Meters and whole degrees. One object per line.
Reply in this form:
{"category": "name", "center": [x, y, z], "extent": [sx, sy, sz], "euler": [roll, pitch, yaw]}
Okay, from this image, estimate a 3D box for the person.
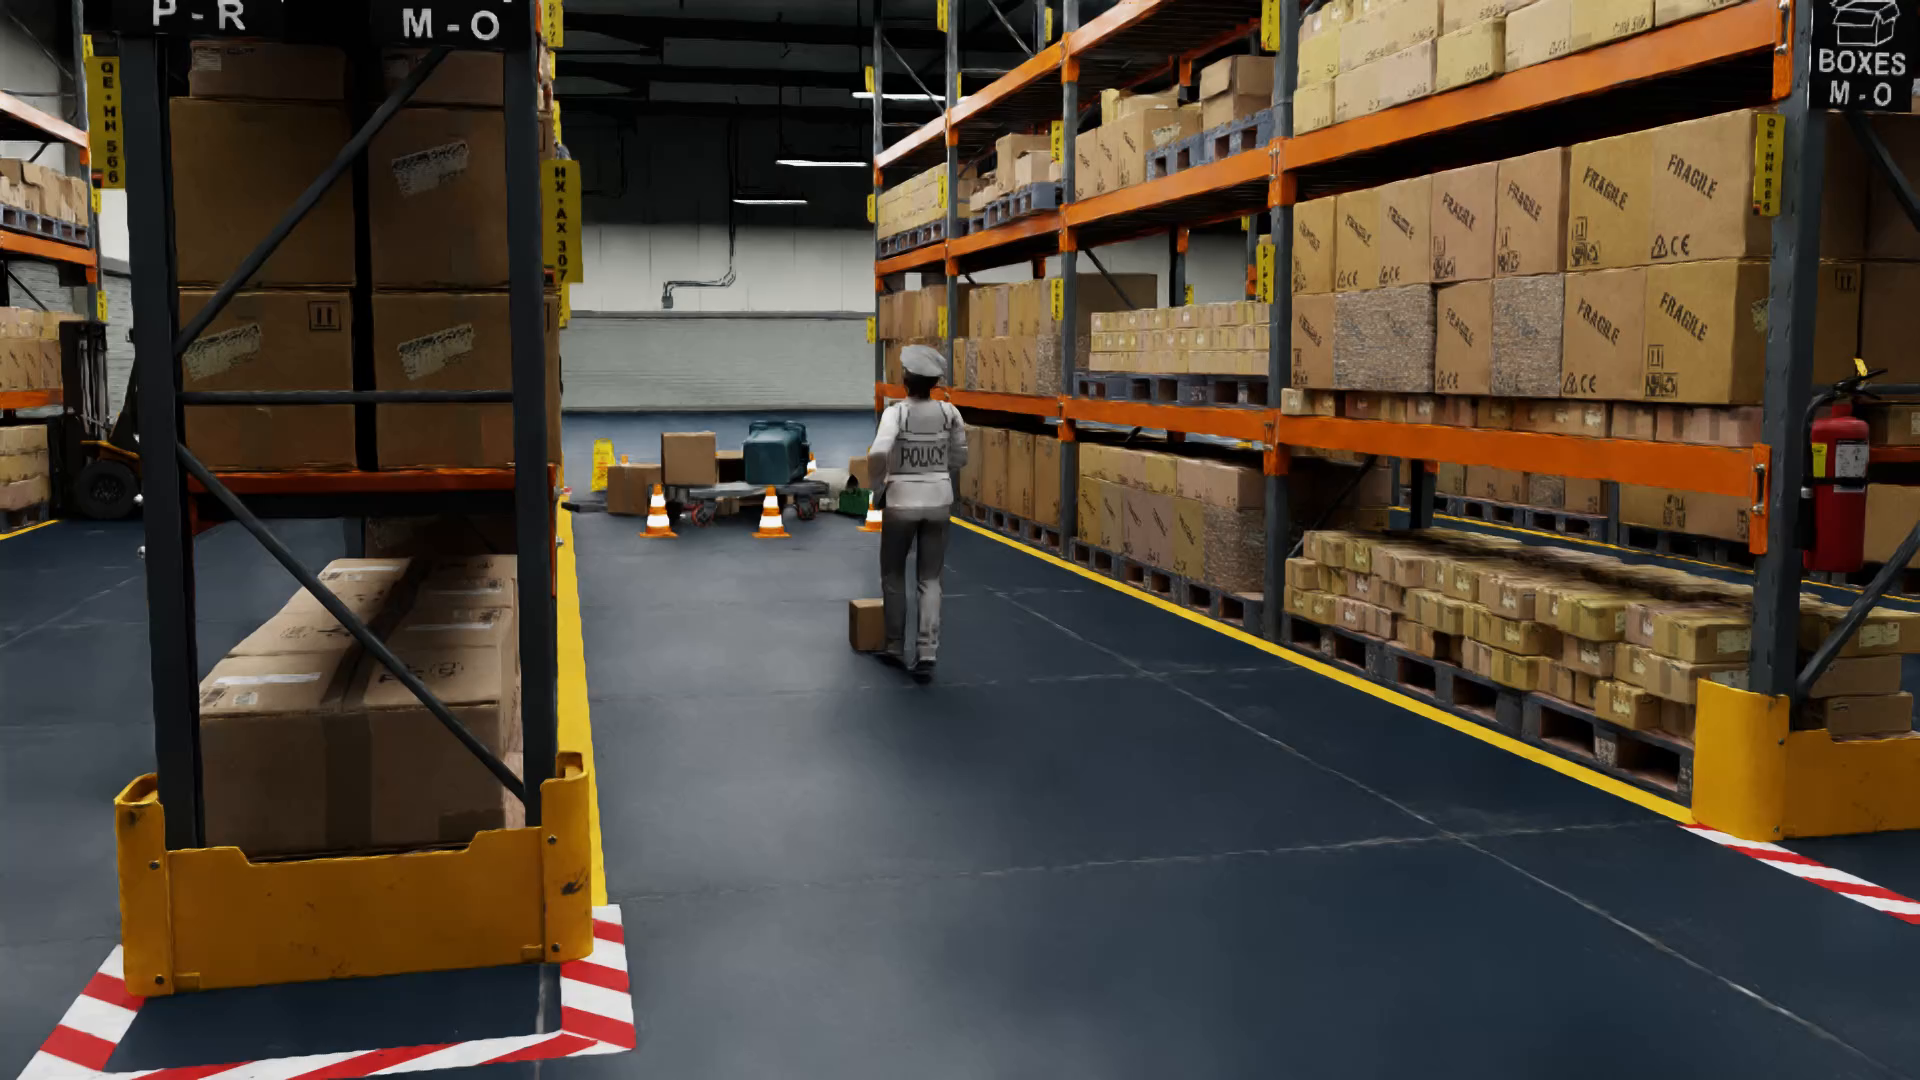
{"category": "person", "center": [-0.253, -0.169, 8.588], "extent": [0.573, 1.679, 0.794], "euler": [-1, 6, -12]}
